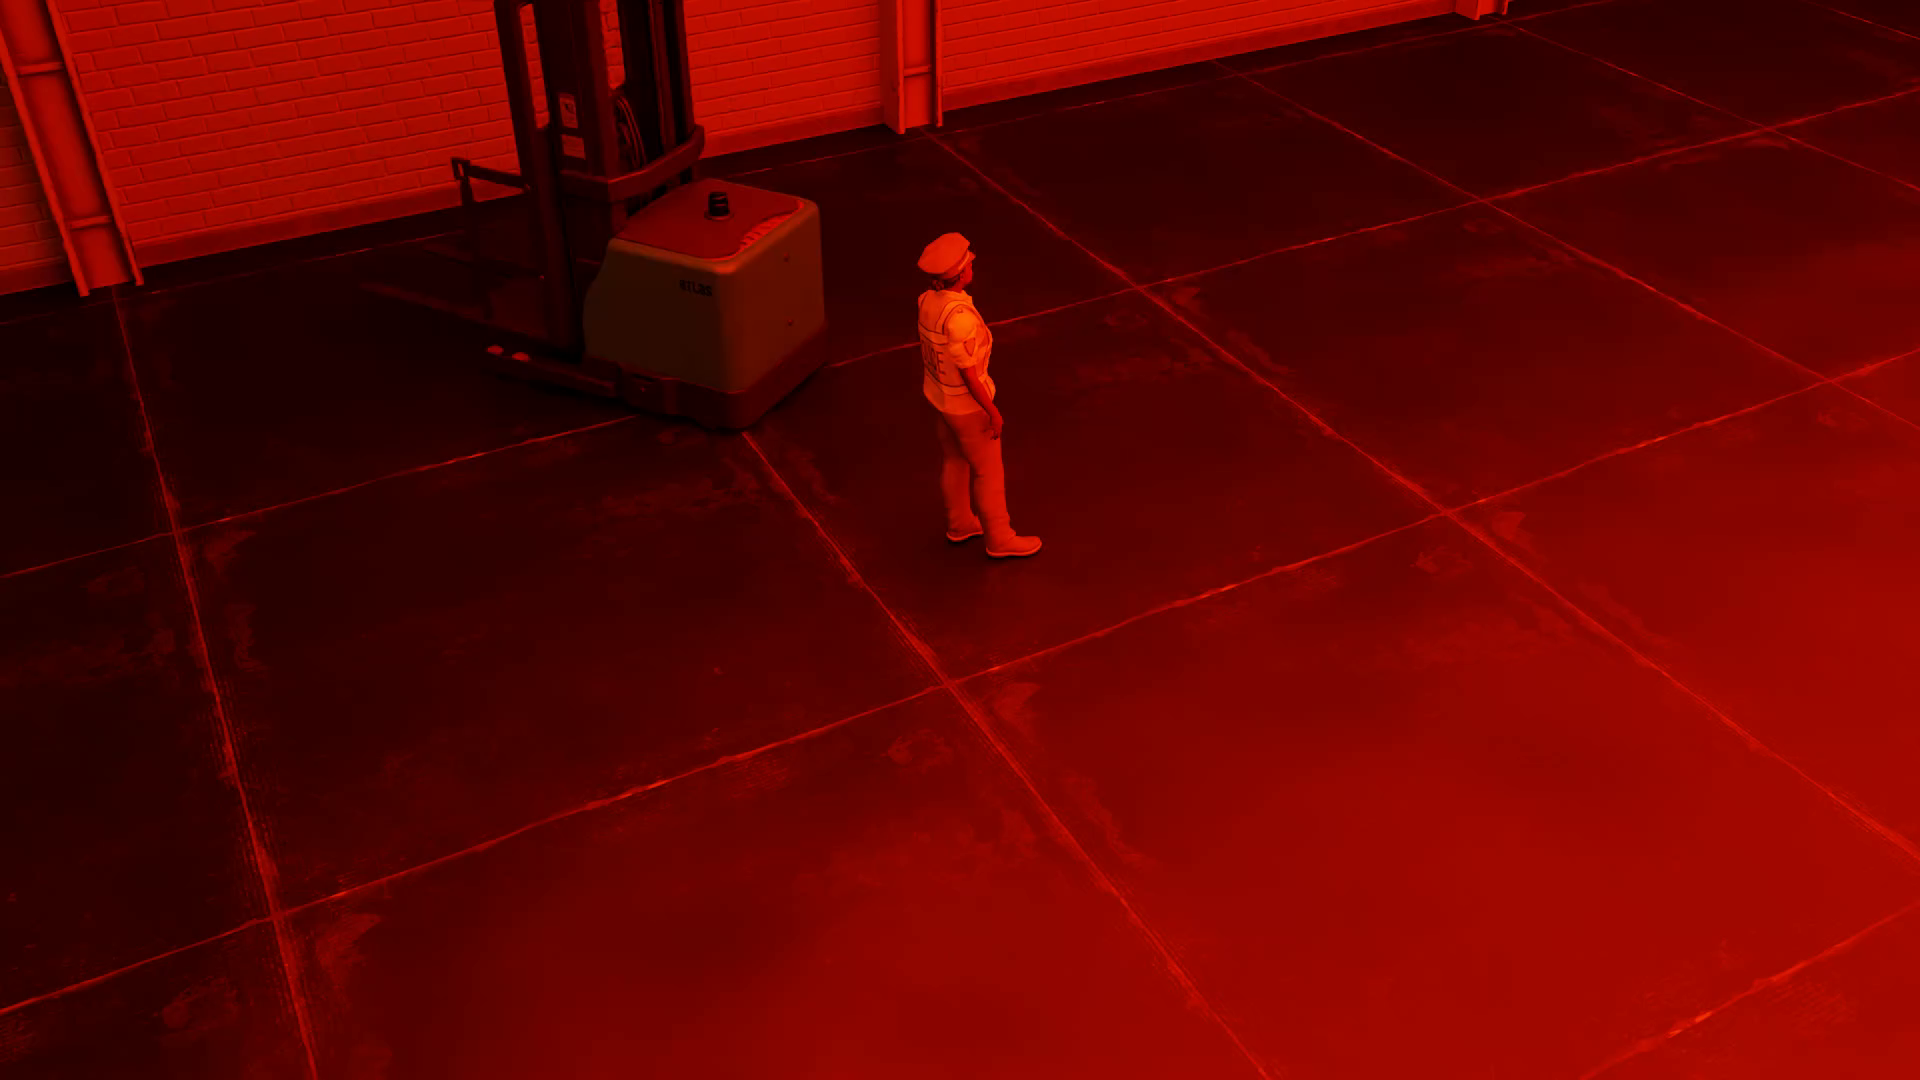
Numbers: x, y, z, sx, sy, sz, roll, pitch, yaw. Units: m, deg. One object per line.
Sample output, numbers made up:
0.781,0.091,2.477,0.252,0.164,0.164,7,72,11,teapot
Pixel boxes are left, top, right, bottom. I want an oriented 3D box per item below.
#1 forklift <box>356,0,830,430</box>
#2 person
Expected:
-2.342,-2.410,9.533,3.031,2.935,1.130,16,38,22,forklift
0.075,-0.708,8.183,0.530,1.695,0.569,-17,39,-23,person
